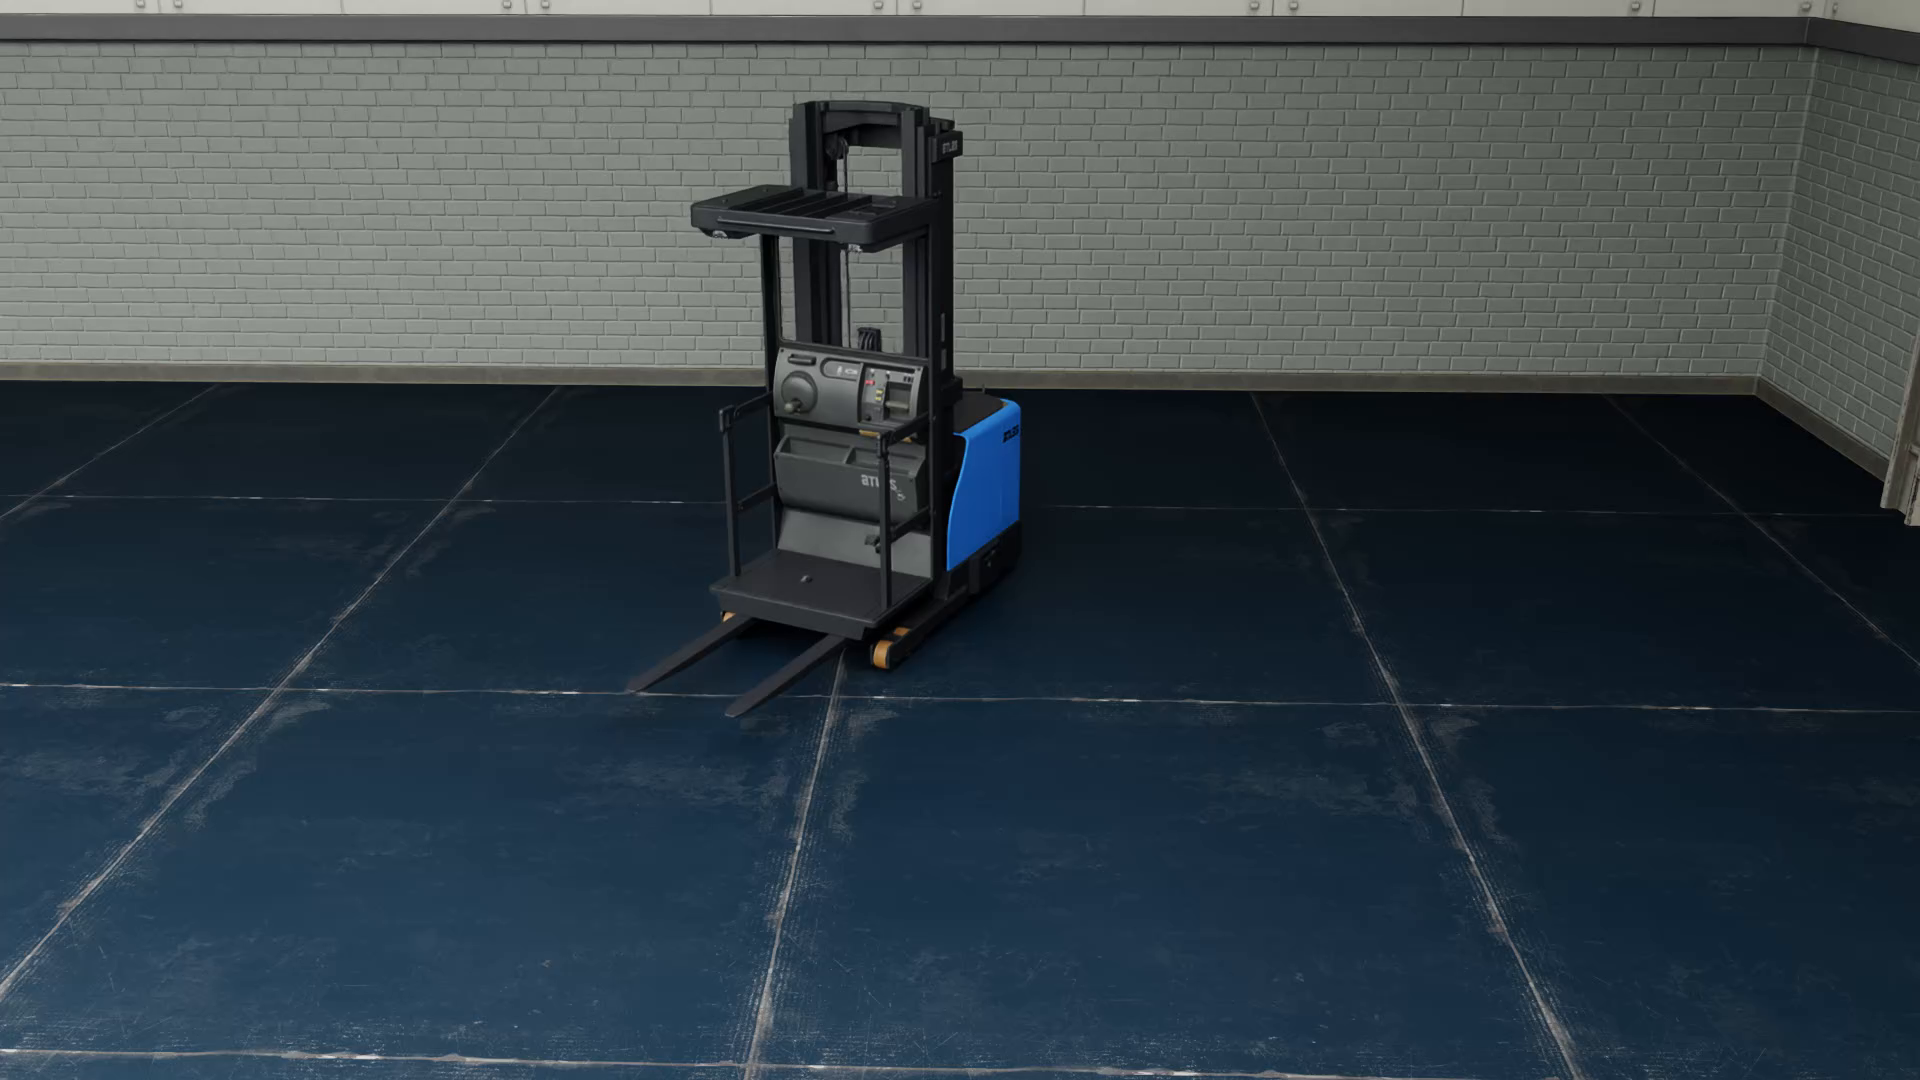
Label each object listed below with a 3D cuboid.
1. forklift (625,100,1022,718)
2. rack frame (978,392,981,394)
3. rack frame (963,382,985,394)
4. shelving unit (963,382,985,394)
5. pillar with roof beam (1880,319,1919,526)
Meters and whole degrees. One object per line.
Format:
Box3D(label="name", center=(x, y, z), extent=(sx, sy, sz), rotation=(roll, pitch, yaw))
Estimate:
Box3D(label="forklift", center=(-0.724, -0.831, 9.119), extent=(1.130, 2.935, 3.031), rotation=(10, 24, 25))
Box3D(label="rack frame", center=(0.032, -0.450, 10.738), extent=(0.200, 1.050, 0.008), rotation=(2, 21, 6))
Box3D(label="rack frame", center=(0.061, -0.538, 10.964), extent=(0.200, 1.050, 0.008), rotation=(2, 21, 6))
Box3D(label="shelving unit", center=(0.047, -0.494, 10.851), extent=(0.215, 1.050, 0.252), rotation=(2, 21, 6))
Box3D(label="pillar with roof beam", center=(2.288, -4.412, 9.960), extent=(9.100, 9.000, 0.400), rotation=(1, 21, 2))
